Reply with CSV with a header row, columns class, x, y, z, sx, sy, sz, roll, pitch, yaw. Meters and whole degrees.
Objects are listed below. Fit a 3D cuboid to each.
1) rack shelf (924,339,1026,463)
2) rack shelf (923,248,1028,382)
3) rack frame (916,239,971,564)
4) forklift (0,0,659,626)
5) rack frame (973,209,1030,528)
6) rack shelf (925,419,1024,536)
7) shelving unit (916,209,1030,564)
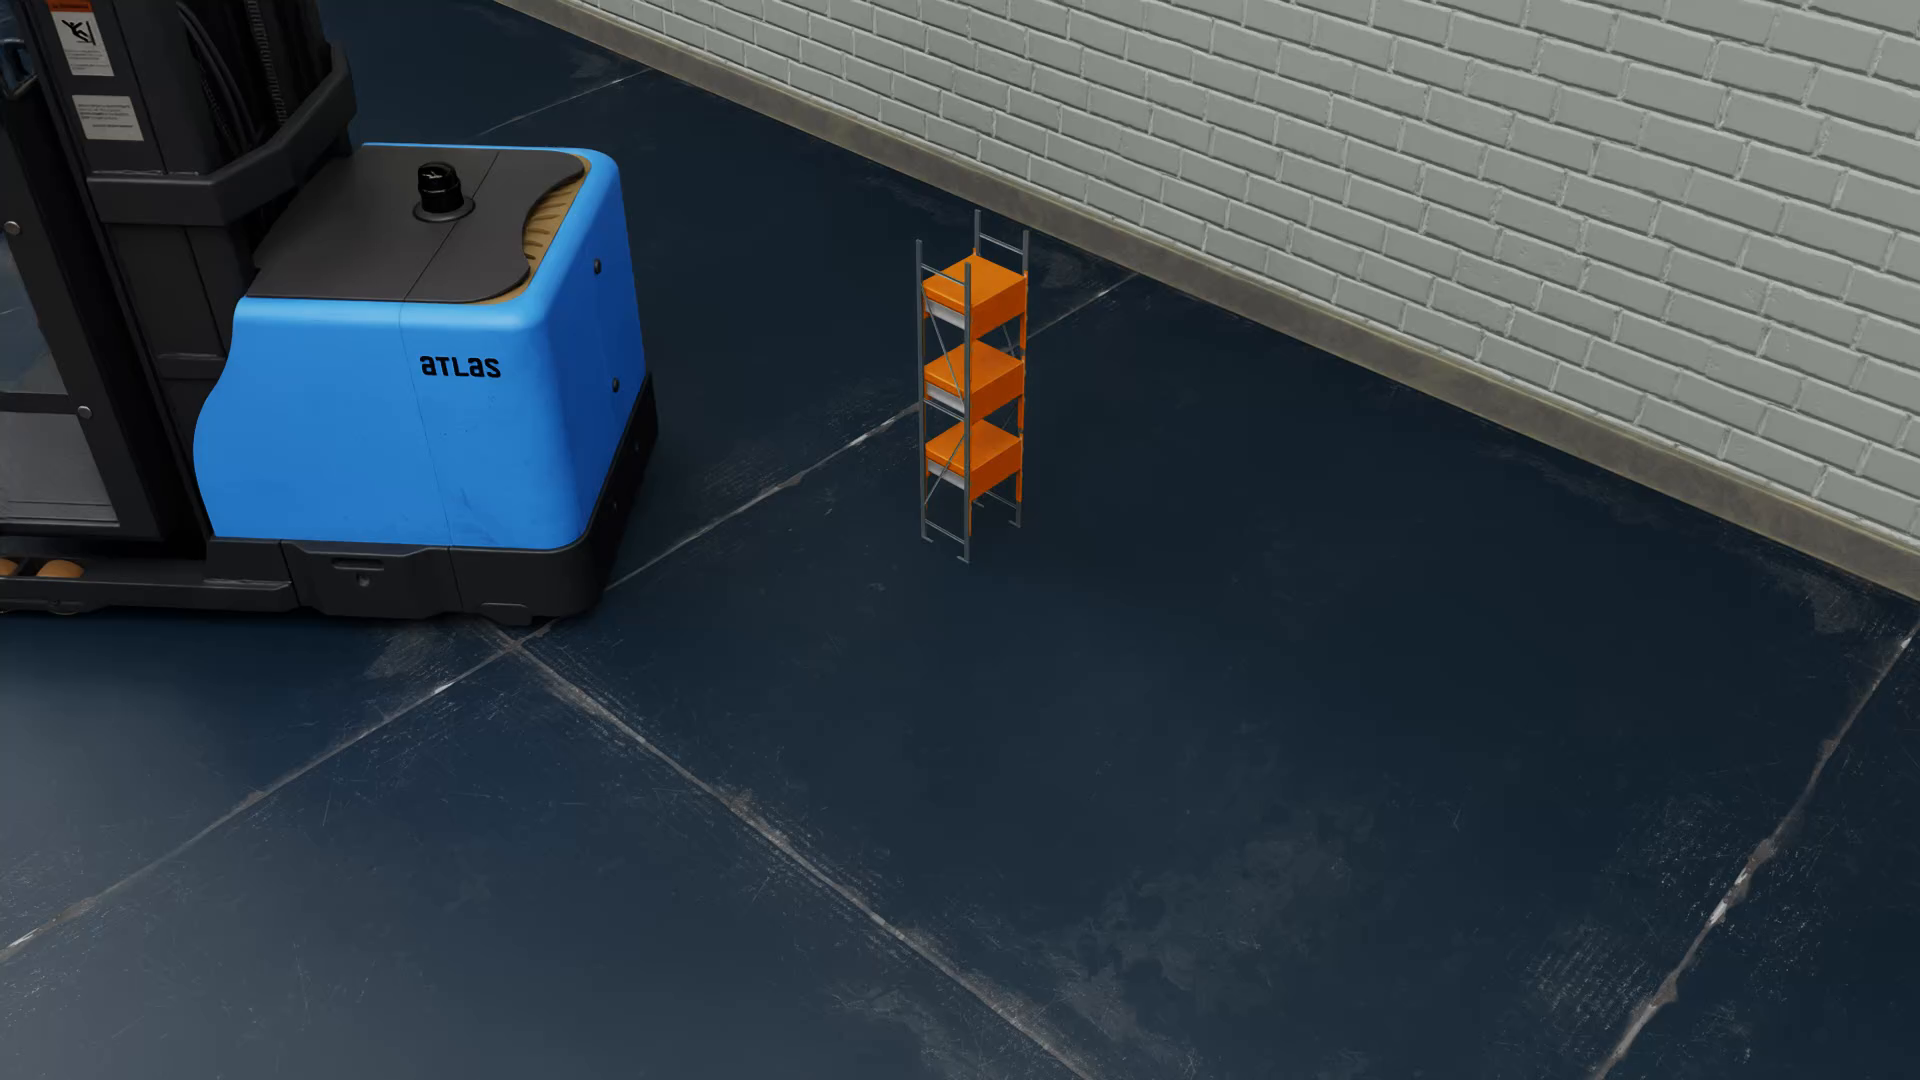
class,x,y,z,sx,sy,sz,roll,pitch,yaw
rack shelf,0.036,-0.427,4.961,0.215,0.259,0.240,30,47,32
rack shelf,0.036,-0.649,4.784,0.215,0.259,0.240,30,47,32
rack frame,-0.046,-0.379,4.884,0.200,1.050,0.008,30,47,32
forklift,-2.551,-1.248,4.465,3.031,2.935,1.130,2,39,3
rack frame,0.118,-0.492,5.025,0.200,1.050,0.008,30,47,32
rack shelf,0.036,-0.210,5.134,0.215,0.259,0.240,30,47,32
shelving unit,0.036,-0.435,4.954,0.215,1.050,0.252,30,47,32
